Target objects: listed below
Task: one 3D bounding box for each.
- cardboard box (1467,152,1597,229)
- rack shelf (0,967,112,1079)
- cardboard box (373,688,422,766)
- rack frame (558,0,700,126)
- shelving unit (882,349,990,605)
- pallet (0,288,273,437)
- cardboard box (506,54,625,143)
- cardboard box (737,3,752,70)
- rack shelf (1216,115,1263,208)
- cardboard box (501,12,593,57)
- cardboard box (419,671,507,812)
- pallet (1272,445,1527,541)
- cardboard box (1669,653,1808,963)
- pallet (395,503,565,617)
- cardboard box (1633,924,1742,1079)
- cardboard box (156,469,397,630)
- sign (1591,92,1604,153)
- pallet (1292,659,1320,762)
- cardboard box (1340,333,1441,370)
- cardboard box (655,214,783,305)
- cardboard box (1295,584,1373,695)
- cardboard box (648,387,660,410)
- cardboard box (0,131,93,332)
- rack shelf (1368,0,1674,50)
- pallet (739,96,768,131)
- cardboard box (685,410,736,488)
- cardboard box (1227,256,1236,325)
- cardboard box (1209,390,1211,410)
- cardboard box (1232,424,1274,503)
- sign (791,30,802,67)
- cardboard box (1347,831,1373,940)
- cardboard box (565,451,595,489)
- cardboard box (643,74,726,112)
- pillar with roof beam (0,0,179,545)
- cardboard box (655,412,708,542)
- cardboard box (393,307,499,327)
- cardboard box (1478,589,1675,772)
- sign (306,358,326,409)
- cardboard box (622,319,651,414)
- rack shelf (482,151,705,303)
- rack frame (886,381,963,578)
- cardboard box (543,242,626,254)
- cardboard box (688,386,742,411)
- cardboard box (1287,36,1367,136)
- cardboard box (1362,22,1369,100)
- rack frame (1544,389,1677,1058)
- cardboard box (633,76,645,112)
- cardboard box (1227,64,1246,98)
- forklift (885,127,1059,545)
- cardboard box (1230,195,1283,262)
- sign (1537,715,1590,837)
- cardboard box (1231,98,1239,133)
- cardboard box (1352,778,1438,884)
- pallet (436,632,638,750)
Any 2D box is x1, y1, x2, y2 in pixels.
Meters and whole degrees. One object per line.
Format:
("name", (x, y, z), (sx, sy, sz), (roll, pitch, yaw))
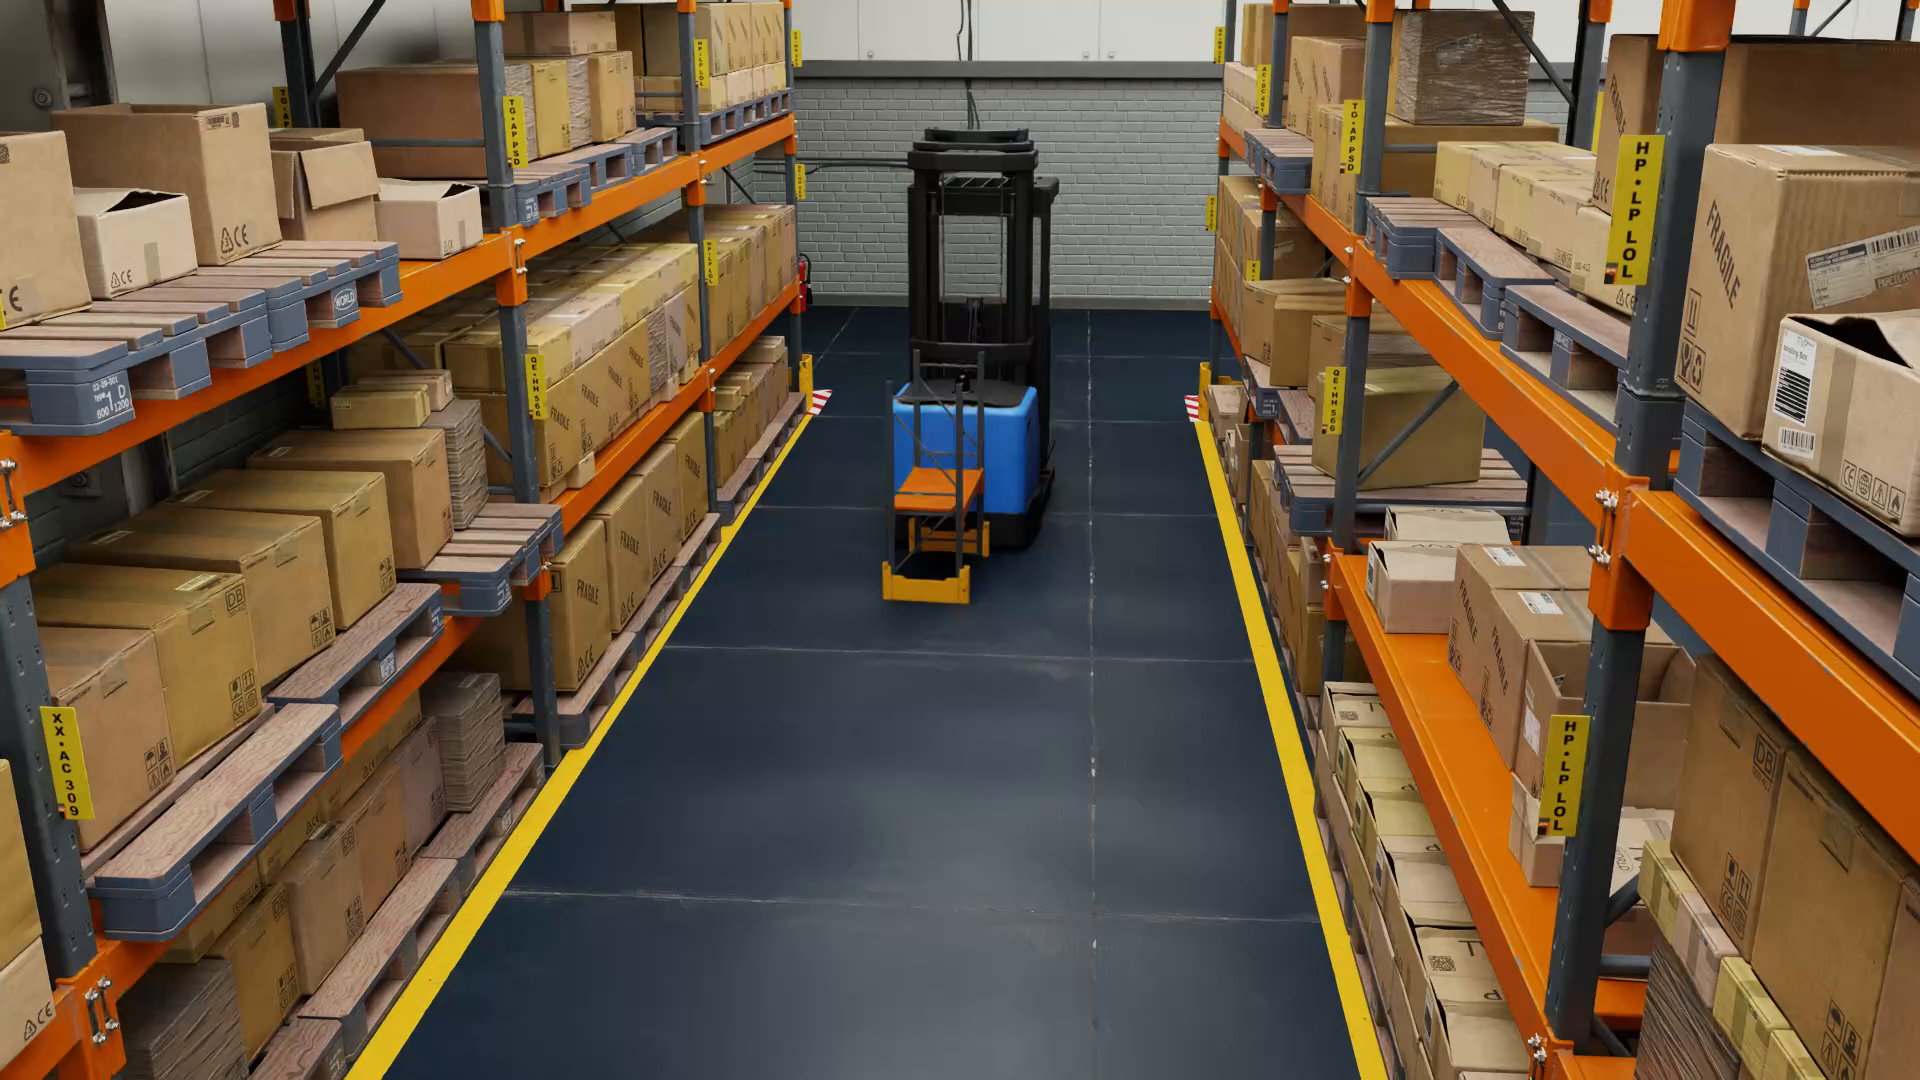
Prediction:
("cardboard box", (2.322, -1.386, 6.586), (0.500, 0.250, 0.500), (2, 18, 5))
("rack shelf", (-3.053, 1.958, 2.786), (1.077, 0.370, 4.000), (1, 18, 4))
("cardboard box", (-2.726, 0.775, 7.343), (0.500, 0.250, 0.500), (2, 18, 5))
("rack frame", (-2.336, -4.341, 11.219), (1.000, 3.000, 0.127), (1, 18, 4))
("shelving unit", (-0.154, -0.459, 11.416), (0.587, 1.500, 1.083), (3, 18, 8))
("pallet", (-2.759, -0.531, 4.710), (1.213, 0.211, 1.003), (1, 18, 4))
("cardboard box", (-2.484, -2.727, 10.243), (0.700, 0.500, 0.500), (1, 18, 3))
("cardboard box", (-1.945, -3.976, 13.124), (0.500, 0.500, 0.500), (1, 18, 4))
("rack shelf", (2.748, -3.085, 13.359), (1.077, 0.370, 4.000), (1, 18, 4))
("cardboard box", (-2.555, -3.086, 10.135), (0.500, 0.250, 0.500), (1, 18, 2))
("cardboard box", (-2.623, 0.956, 7.996), (0.700, 0.500, 0.500), (2, 18, 5))
("pallet", (2.297, -0.259, 8.704), (1.213, 0.211, 1.003), (1, 18, 4))
("cardboard box", (2.006, 0.578, 3.597), (0.700, 0.500, 0.500), (1, 18, 4))
("pallet", (-2.568, 0.067, 7.708), (1.213, 0.211, 1.003), (1, 18, 4))
("cardboard box", (2.006, 1.195, 3.799), (0.700, 0.500, 0.500), (1, 18, 2))
("cardboard box", (-2.714, 0.030, 6.649), (0.700, 0.500, 0.500), (1, 18, 4))
("sign", (2.871, -1.832, 7.422), (0.100, 0.325, 0.005), (1, 18, 4))
("pallet", (2.409, 0.956, 9.167), (1.003, 0.211, 1.213), (1, 18, 4))
("cardboard box", (2.507, -0.863, 9.405), (0.700, 0.500, 0.500), (5, 19, 14))
("cardboard box", (-2.117, -2.490, 14.723), (0.980, 0.700, 0.700), (1, 18, 3))
("cardboard box", (2.151, 0.545, 9.251), (0.500, 0.500, 0.500), (2, 18, 6))
("cardboard box", (-2.180, -0.953, 10.884), (0.380, 0.149, 0.250), (1, 18, 4))
("cardboard box", (-2.791, -0.846, 4.535), (0.500, 0.500, 0.500), (4, 19, 12))
("rack shelf", (2.175, -1.836, 5.372), (1.077, 0.370, 4.000), (1, 18, 4))
("pallet", (-2.177, -3.505, 13.627), (1.003, 0.211, 1.213), (1, 18, 4))
("cardboard box", (-2.181, -0.732, 13.178), (0.700, 0.500, 0.500), (2, 18, 5))
("cardboard box", (2.489, -2.067, 13.753), (0.500, 0.500, 0.500), (2, 18, 5))
("cardboard box", (2.501, -1.285, 15.372), (0.380, 0.166, 0.250), (1, 18, 4))
("cardboard box", (2.363, -0.585, 12.699), (0.500, 0.500, 0.500), (1, 18, 4))
("sign", (-1.509, -4.524, 15.301), (0.100, 0.325, 0.005), (1, 18, 4))
("cardboard box", (1.921, 1.443, 6.944), (0.500, 0.250, 0.500), (1, 18, 2))
("cardboard box", (-2.238, -0.393, 9.178), (0.380, 0.149, 0.250), (2, 18, 6))
("cardboard box", (-2.024, -3.300, 12.265), (0.500, 0.250, 0.500), (1, 18, 4))
("pillar with roof beam", (0.715, -2.618, 5.961), (9.100, 9.000, 0.400), (1, 18, 4))
("cardboard box", (-2.253, -0.463, 11.797), (0.750, 0.750, 0.750), (1, 18, 5))
("cardboard box", (-2.809, -1.110, 9.118), (0.500, 0.250, 0.500), (1, 18, 2))
("cardboard box", (2.176, 0.499, 5.921), (0.500, 0.500, 0.500), (1, 18, 4))
("sign", (-3.177, -0.809, 8.216), (0.100, 0.325, 0.005), (1, 18, 4))
("cardboard box", (-2.220, -1.070, 10.199), (0.500, 0.500, 0.500), (2, 18, 5))
("rack shelf", (-2.480, -1.952, 9.902), (1.077, 0.370, 4.000), (1, 18, 4))
("rack frame", (-0.231, -0.300, 10.929), (0.500, 1.500, 0.032), (3, 18, 8))
("cardboard box", (-2.629, -1.908, 11.553), (0.500, 0.250, 0.500), (2, 18, 6))
("cardboard box", (-1.974, -1.142, 13.390), (0.380, 0.149, 0.250), (2, 18, 6))
("cardboard box", (2.495, -2.946, 10.783), (0.600, 0.600, 0.600), (0, 18, -1))
("cardboard box", (2.429, -2.538, 8.769), (0.500, 0.500, 0.500), (1, 18, 4))
("rack frame", (2.031, 1.104, 4.236), (1.000, 3.000, 0.127), (1, 18, 4))
("cardboard box", (-2.521, -3.309, 12.293), (0.500, 0.250, 0.500), (1, 18, 4))
("cardboard box", (2.552, -3.906, 14.146), (0.500, 0.250, 0.500), (1, 18, 4))
("forklift", (0.183, -1.771, 13.122), (1.130, 2.935, 3.031), (3, 18, 8))
("cardboard box", (2.491, -2.538, 13.585), (0.500, 0.500, 0.500), (1, 18, 3))
("sign", (1.489, 0.582, 4.096), (0.100, 0.325, 0.005), (1, 18, 4))
("cardboard box", (2.518, -3.513, 13.750), (0.500, 0.250, 0.500), (1, 18, 4))
("cardboard box", (1.920, 1.180, 6.845), (0.500, 0.311, 0.500), (1, 18, 2))
("pallet", (-2.491, 0.834, 9.538), (1.003, 0.211, 1.213), (1, 18, 4))
